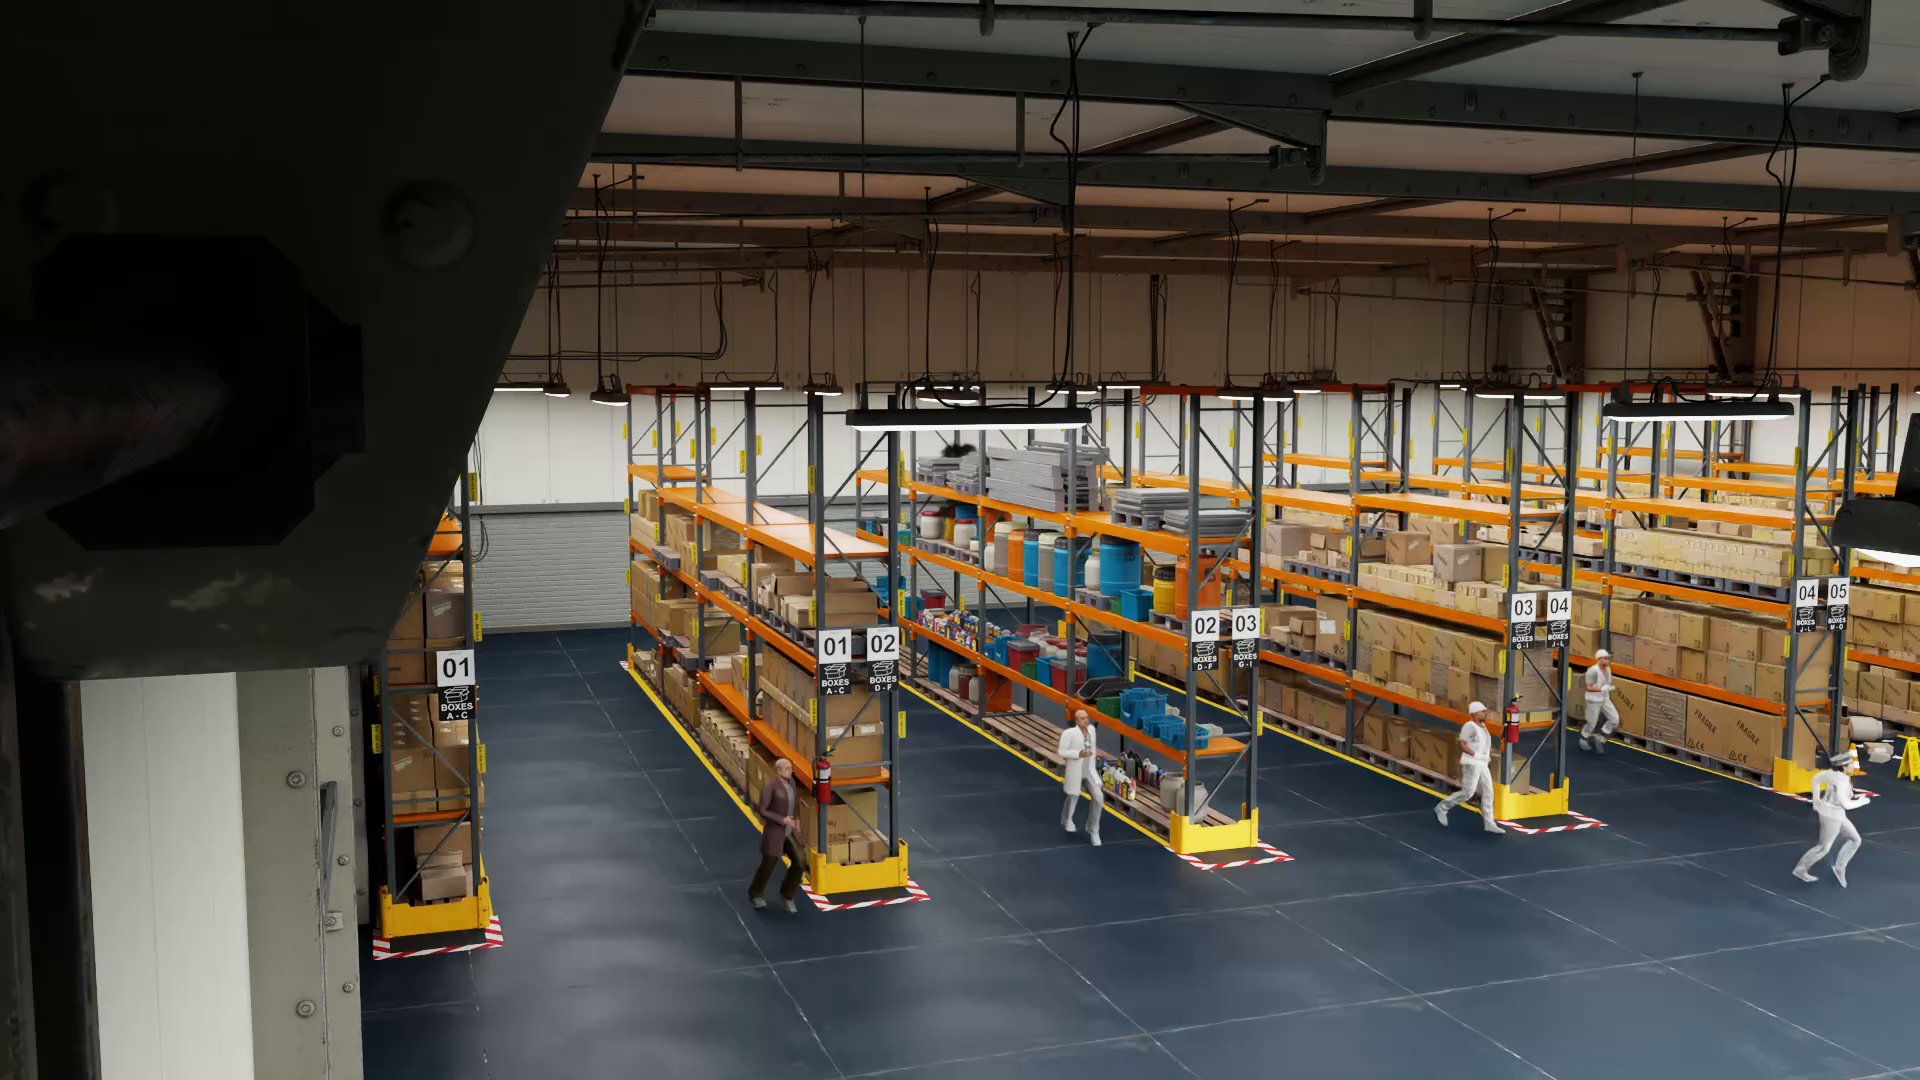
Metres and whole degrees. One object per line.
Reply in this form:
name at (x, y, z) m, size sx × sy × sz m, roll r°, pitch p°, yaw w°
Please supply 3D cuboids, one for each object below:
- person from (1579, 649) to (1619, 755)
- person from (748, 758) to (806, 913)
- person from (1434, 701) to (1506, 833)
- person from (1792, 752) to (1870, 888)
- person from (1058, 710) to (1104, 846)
person at (10.446, 2.635, 27.156) m, size 0.697 × 1.743 × 0.806 m, roll -3°, pitch 6°, yaw -25°
person at (-2.093, 3.464, 19.490) m, size 0.740 × 1.839 × 0.761 m, roll 5°, pitch 8°, yaw 39°
person at (7.088, 3.088, 22.845) m, size 0.981 × 1.749 × 0.752 m, roll 4°, pitch 7°, yaw 35°
person at (10.635, 3.401, 20.292) m, size 0.796 × 1.688 × 0.640 m, roll 2°, pitch 6°, yaw 20°
person at (1.572, 3.164, 22.324) m, size 0.681 × 1.835 × 0.896 m, roll -2°, pitch 6°, yaw -22°
